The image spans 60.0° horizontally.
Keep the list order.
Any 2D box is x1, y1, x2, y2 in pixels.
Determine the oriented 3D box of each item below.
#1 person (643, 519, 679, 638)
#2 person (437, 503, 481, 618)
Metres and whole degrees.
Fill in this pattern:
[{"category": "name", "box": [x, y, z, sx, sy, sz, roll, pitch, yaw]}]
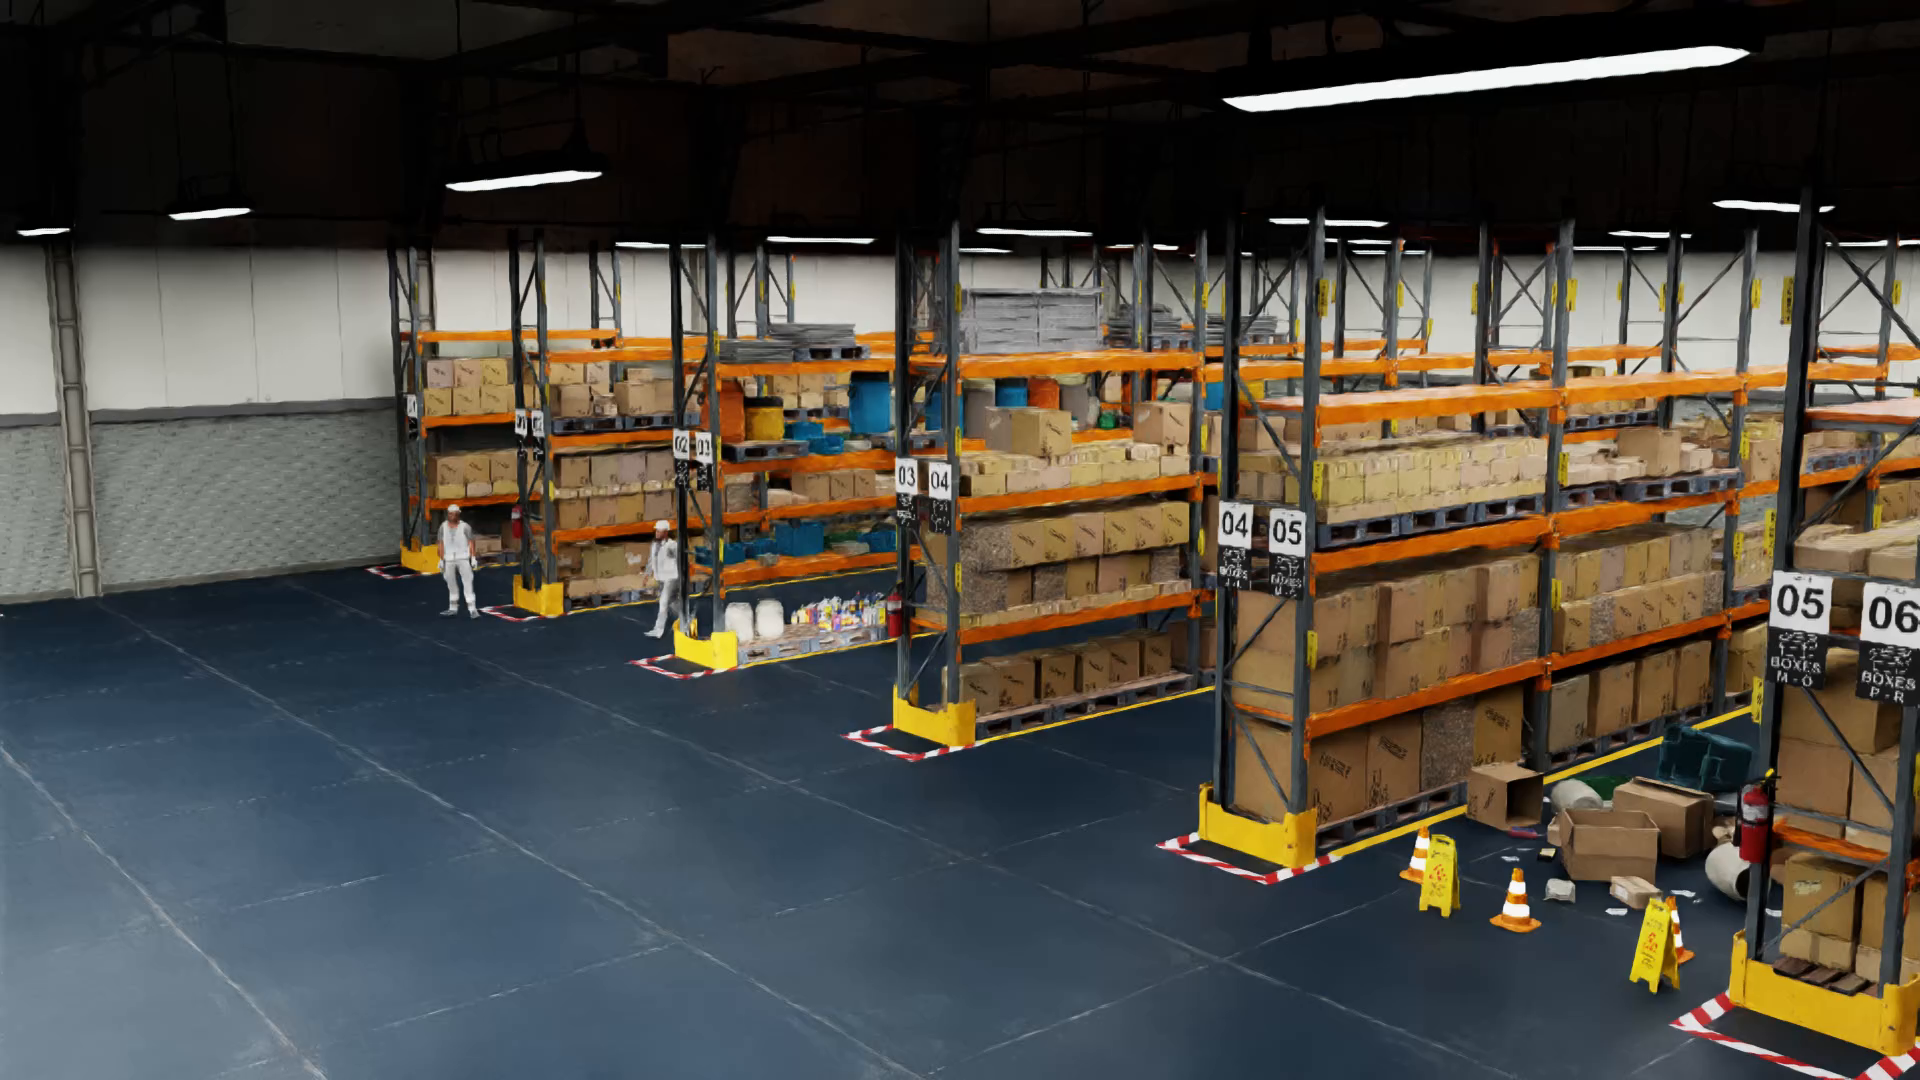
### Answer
[{"category": "person", "box": [-4.371, 0.545, 24.570, 0.538, 1.715, 1.026, 8, 12, 41]}, {"category": "person", "box": [-7.776, 0.316, 25.797, 0.700, 1.786, 0.533, -1, 9, -4]}]
